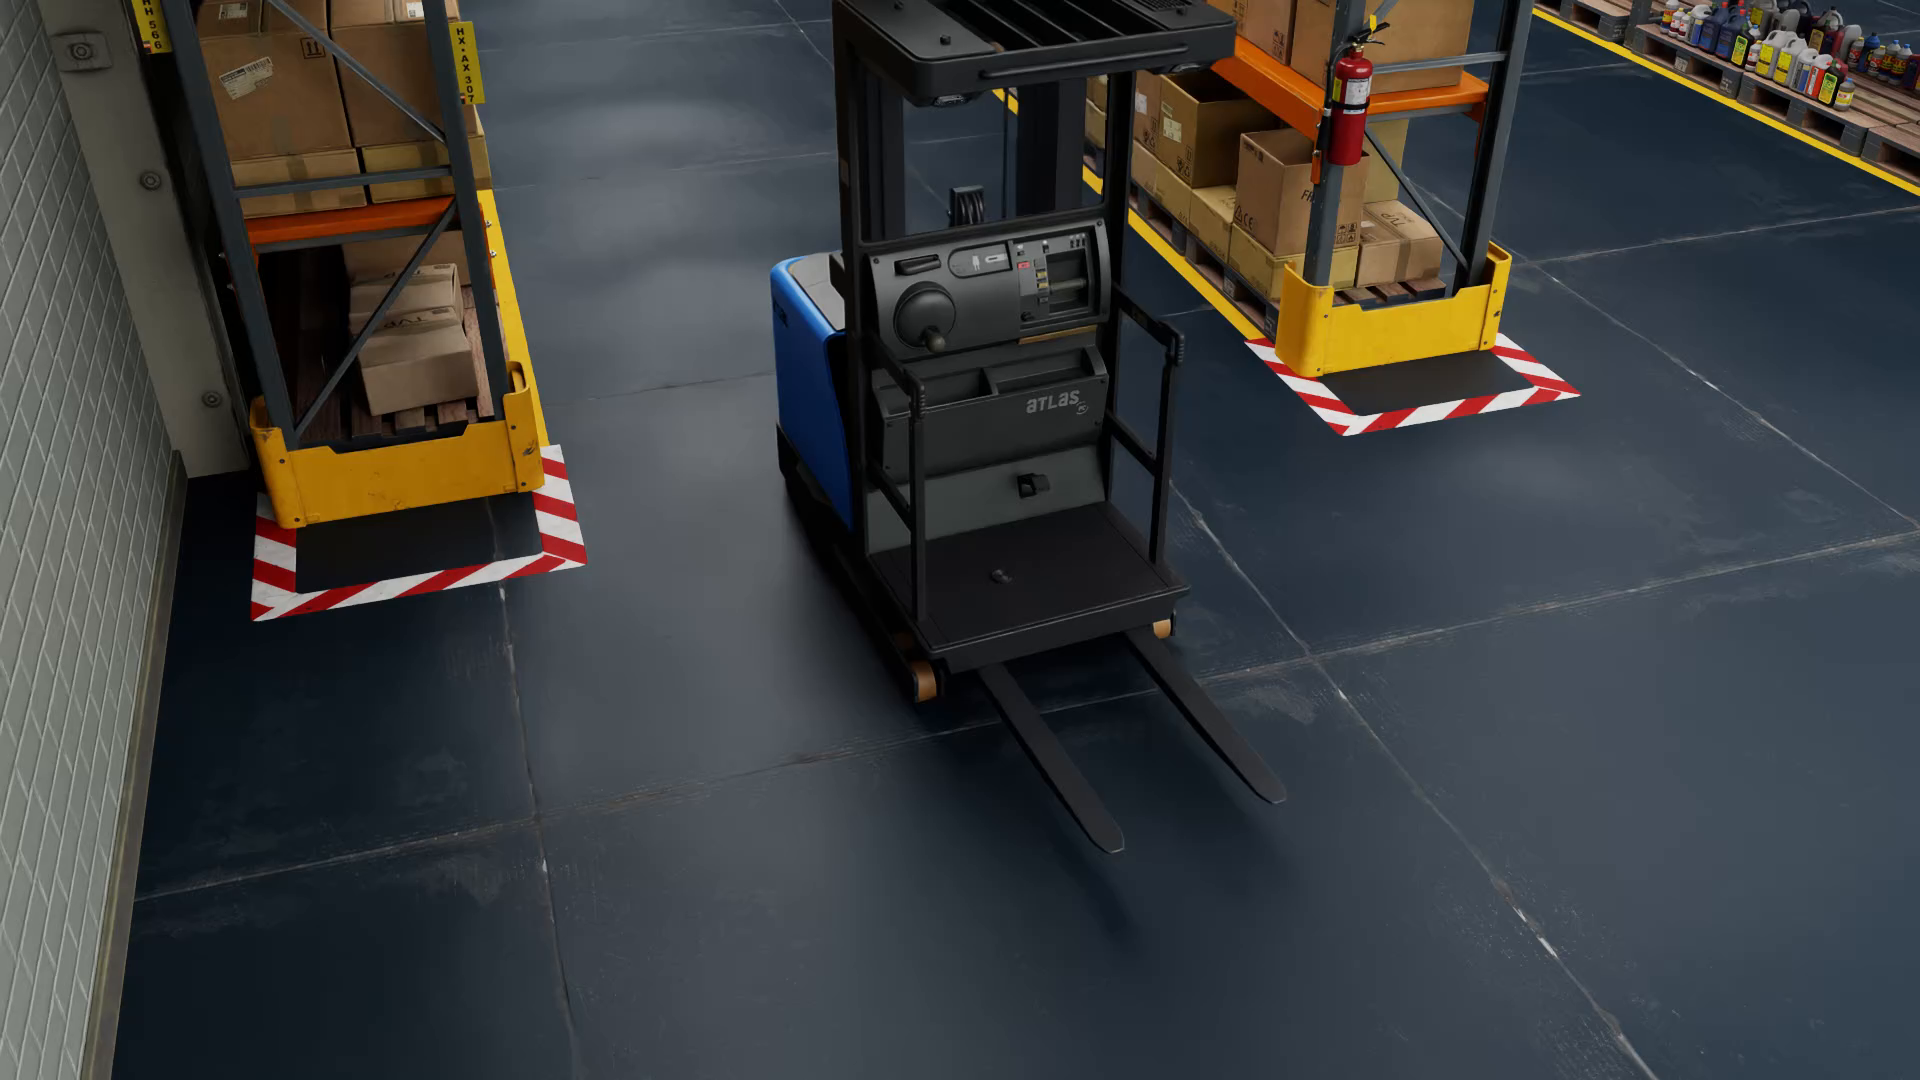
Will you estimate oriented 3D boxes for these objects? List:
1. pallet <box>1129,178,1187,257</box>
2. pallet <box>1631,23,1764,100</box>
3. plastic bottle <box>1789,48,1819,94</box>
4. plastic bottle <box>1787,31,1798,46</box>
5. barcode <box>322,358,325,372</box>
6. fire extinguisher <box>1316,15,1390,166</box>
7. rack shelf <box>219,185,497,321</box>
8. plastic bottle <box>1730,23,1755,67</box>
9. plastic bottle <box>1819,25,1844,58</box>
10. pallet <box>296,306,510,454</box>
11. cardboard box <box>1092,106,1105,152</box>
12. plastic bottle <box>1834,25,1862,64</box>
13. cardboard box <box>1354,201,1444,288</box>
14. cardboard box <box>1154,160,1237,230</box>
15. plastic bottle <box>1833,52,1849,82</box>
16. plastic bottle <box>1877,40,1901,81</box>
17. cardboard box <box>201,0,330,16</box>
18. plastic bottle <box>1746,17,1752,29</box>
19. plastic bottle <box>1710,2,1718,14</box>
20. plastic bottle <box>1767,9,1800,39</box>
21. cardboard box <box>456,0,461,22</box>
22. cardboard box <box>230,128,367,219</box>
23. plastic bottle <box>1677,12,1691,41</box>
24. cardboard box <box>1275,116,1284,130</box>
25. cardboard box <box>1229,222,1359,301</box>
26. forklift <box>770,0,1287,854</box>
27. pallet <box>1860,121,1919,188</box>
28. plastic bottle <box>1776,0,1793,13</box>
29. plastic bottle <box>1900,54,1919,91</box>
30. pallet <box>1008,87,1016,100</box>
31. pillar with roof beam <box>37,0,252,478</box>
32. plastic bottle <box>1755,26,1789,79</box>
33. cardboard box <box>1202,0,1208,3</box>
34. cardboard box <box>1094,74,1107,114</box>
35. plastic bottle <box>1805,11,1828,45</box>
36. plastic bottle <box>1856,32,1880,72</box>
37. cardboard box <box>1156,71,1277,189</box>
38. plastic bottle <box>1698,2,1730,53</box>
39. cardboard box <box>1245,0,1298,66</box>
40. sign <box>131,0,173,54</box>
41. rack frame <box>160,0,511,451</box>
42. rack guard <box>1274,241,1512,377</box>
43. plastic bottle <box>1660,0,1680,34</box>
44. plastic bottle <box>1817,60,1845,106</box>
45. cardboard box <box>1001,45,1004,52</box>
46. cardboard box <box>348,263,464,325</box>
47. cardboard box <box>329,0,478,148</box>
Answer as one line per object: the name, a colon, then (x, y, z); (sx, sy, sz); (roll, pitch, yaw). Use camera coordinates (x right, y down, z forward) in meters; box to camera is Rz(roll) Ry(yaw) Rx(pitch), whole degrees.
pallet: (1.596, -2.145, 10.305); (1.003, 0.211, 1.213); (-10, 35, -15)
pallet: (5.901, -3.683, 12.632); (1.003, 0.211, 1.213); (-10, 35, -15)
plastic bottle: (5.885, -3.253, 11.524); (0.152, 0.276, 0.135); (-11, 35, -16)
plastic bottle: (5.907, -3.476, 11.860); (0.152, 0.276, 0.135); (-10, 35, -15)
barcode: (-2.991, -0.826, 7.811); (0.001, 0.075, 0.075); (-10, 35, -15)
fire extinguisher: (1.831, -2.103, 7.781); (0.296, 0.674, 0.183); (-10, 35, -15)
rack shelf: (-3.089, -2.190, 8.496); (1.077, 0.370, 4.000); (-10, 35, -15)
plastic bottle: (5.655, -3.570, 11.997); (0.061, 0.283, 0.133); (-9, 34, -13)
plastic bottle: (6.308, -3.592, 12.030); (0.061, 0.283, 0.133); (-10, 35, -15)
pallet: (-2.717, -0.749, 8.192); (1.003, 0.211, 1.213); (-10, 35, -15)
cardboard box: (1.165, -2.582, 10.550); (0.500, 0.250, 0.500); (-10, 35, -15)
plastic bottle: (6.409, -3.607, 12.060); (0.152, 0.276, 0.135); (-9, 35, -14)
cardboard box: (2.285, -1.622, 9.097); (0.500, 0.250, 0.500); (-10, 35, -15)
cardboard box: (1.474, -2.058, 9.756); (0.500, 0.250, 0.500); (-10, 35, -15)
plastic bottle: (6.028, -3.202, 11.440); (0.061, 0.283, 0.133); (-10, 35, -15)
plastic bottle: (6.564, -3.388, 11.732); (0.097, 0.271, 0.097); (0, 33, 0)
cardboard box: (-2.970, -2.176, 7.260); (0.500, 0.500, 0.500); (-10, 35, -14)
plastic bottle: (5.746, -3.702, 12.207); (0.097, 0.271, 0.097); (0, 33, 0)
plastic bottle: (5.641, -3.868, 12.448); (0.061, 0.283, 0.133); (-10, 35, -15)
plastic bottle: (6.132, -3.825, 12.389); (0.152, 0.276, 0.135); (-10, 35, -15)
cardboard box: (-2.632, -2.533, 7.801); (0.500, 0.500, 0.500); (-11, 35, -16)
cardboard box: (-2.806, -1.599, 7.066); (0.500, 0.250, 0.500); (-10, 35, -14)
plastic bottle: (5.477, -3.874, 12.532); (0.097, 0.201, 0.097); (0, 33, 0)
cardboard box: (1.966, -2.457, 9.681); (0.500, 0.500, 0.500); (-10, 35, -15)
cardboard box: (1.792, -1.535, 8.965); (0.500, 0.250, 0.500); (-10, 35, -15)
forklift: (0.203, -0.873, 5.913); (1.130, 2.935, 3.031); (-13, 36, -19)
pallet: (6.645, -2.402, 10.694); (1.003, 0.211, 1.213); (-10, 35, -15)
plastic bottle: (6.206, -3.995, 12.578); (0.144, 0.351, 0.185); (-11, 35, -16)
plastic bottle: (6.648, -3.282, 11.562); (0.061, 0.283, 0.133); (-9, 35, -14)
pallet: (0.755, -3.592, 12.494); (1.003, 0.211, 1.213); (-10, 35, -15)
pillar with roof beam: (0.583, -4.889, 6.486); (9.100, 9.000, 0.400); (-10, 35, -15)
plastic bottle: (5.774, -3.469, 11.782); (0.144, 0.351, 0.185); (-10, 35, -15)
cardboard box: (1.632, -3.376, 9.548); (0.700, 0.500, 0.500); (-9, 35, -13)
cardboard box: (1.166, -2.895, 10.343); (0.500, 0.500, 0.500); (-10, 35, -15)
plastic bottle: (6.354, -3.787, 12.326); (0.061, 0.283, 0.133); (-8, 34, -12)
plastic bottle: (6.502, -3.494, 11.893); (0.097, 0.271, 0.097); (0, 33, 0)
cardboard box: (1.471, -2.370, 9.549); (0.500, 0.500, 0.500); (-10, 35, -15)
plastic bottle: (5.587, -3.791, 12.270); (0.144, 0.351, 0.185); (-9, 35, -13)
cardboard box: (1.942, -2.839, 8.735); (0.700, 0.500, 0.500); (-9, 35, -13)
sign: (-3.014, -1.972, 6.177); (0.100, 0.325, 0.005); (-10, 35, -15)
rack frame: (-2.479, -1.440, 6.708); (1.000, 3.000, 0.127); (-10, 35, -15)
rack guard: (2.245, -1.219, 8.642); (1.175, 0.500, 0.348); (-10, 35, -15)
plastic bottle: (5.415, -4.010, 12.674); (0.097, 0.271, 0.097); (0, 33, 0)
plastic bottle: (5.925, -3.105, 11.293); (0.061, 0.283, 0.133); (-9, 35, -14)
cardboard box: (0.615, -3.572, 12.048); (0.500, 0.250, 0.500); (-10, 35, -15)
cardboard box: (-2.779, -1.179, 8.354); (0.500, 0.311, 0.500); (-7, 34, -11)
cardboard box: (-2.339, -2.000, 6.993); (0.500, 0.500, 0.500); (-10, 35, -15)
